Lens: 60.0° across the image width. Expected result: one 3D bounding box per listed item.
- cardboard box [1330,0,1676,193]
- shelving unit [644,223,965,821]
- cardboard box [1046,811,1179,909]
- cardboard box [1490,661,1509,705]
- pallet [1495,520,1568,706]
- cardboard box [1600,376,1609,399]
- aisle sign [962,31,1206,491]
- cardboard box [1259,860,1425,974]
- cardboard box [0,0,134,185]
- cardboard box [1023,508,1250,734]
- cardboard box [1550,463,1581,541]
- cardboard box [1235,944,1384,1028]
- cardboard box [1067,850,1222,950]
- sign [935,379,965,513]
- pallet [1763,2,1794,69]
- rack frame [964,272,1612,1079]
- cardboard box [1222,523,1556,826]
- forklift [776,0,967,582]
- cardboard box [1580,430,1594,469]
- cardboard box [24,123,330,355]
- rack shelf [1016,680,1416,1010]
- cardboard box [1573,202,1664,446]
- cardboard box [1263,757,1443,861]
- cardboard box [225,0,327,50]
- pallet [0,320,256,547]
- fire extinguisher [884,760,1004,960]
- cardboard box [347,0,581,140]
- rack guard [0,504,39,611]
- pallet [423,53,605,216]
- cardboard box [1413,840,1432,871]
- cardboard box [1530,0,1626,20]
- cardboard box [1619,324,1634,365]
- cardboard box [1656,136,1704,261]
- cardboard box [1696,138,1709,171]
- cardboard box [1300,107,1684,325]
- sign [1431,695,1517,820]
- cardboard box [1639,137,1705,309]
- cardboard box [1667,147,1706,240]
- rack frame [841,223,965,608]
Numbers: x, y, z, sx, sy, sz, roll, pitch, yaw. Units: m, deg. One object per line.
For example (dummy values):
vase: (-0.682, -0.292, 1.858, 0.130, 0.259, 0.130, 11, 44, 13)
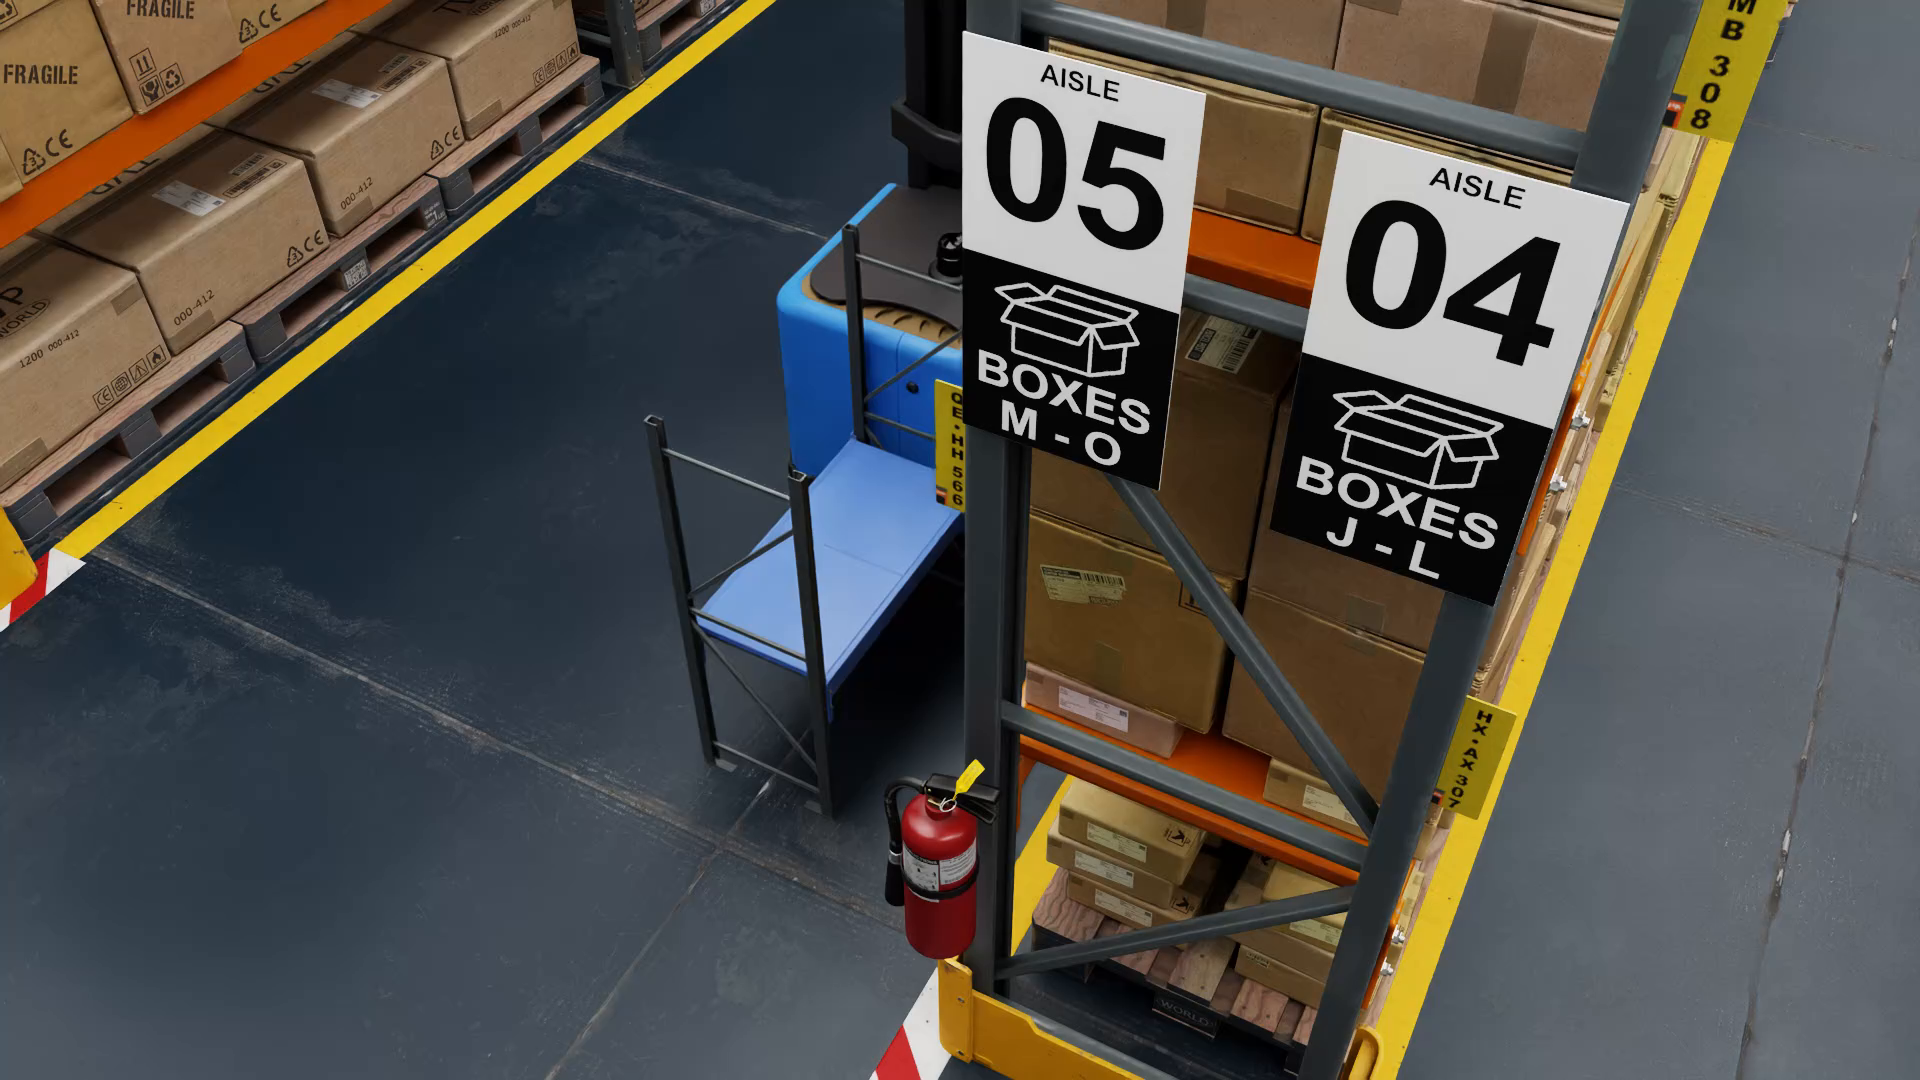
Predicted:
cardboard box: (0.918, -0.837, 2.613, 0.500, 0.250, 0.500, 21, 49, 20)
shelving unit: (-0.379, -0.035, 5.230, 0.538, 1.500, 1.048, 21, 49, 20)
cardboard box: (0.471, 0.861, 4.790, 0.380, 0.149, 0.250, 19, 48, 18)
cardboard box: (1.606, 0.372, 5.483, 0.380, 0.149, 0.250, 18, 48, 17)
pallet: (1.490, 0.204, 5.900, 1.003, 0.211, 1.213, 20, 49, 19)
cardboard box: (2.209, -0.694, 6.118, 0.380, 0.149, 0.250, 20, 49, 19)
aisle sign: (0.179, -0.429, 2.738, 0.394, 0.787, 0.004, 20, 49, 19)
cardboard box: (1.023, 0.965, 4.478, 0.380, 0.149, 0.250, 18, 48, 17)
cardboard box: (-3.265, -1.604, 5.656, 0.500, 0.500, 0.500, 20, 49, 19)
cardboard box: (0.460, 0.030, 3.832, 0.500, 0.500, 0.500, 21, 49, 20)
cardboard box: (1.861, -0.181, 5.611, 0.380, 0.149, 0.250, 19, 48, 18)
cardboard box: (1.006, 1.168, 4.696, 0.380, 0.149, 0.250, 21, 49, 20)
cardboard box: (0.539, 0.991, 4.870, 0.380, 0.149, 0.250, 21, 49, 20)
sign: (-0.003, -0.177, 3.279, 0.100, 0.325, 0.005, 20, 49, 19)
pallet: (2.819, -2.348, 6.597, 1.003, 0.211, 1.213, 20, 49, 19)
rack frame: (0.479, 0.537, 3.610, 1.000, 3.000, 0.127, 20, 49, 19)
cardboard box: (0.932, 0.206, 3.658, 0.500, 0.500, 0.500, 23, 50, 21)
forklift: (0.512, -1.856, 6.024, 1.130, 2.935, 3.031, 21, 49, 20)
cardboard box: (2.195, -0.445, 6.290, 0.380, 0.149, 0.250, 19, 48, 18)
cardboard box: (-3.317, -1.308, 6.940, 0.875, 0.438, 0.875, 22, 49, 20)
rack shelf: (1.407, -0.470, 5.111, 1.077, 0.370, 4.000, 20, 49, 19)
cardboard box: (1.151, -0.469, 3.622, 0.500, 0.500, 0.500, 22, 49, 20)
cardboard box: (0.920, 0.530, 3.794, 0.380, 0.149, 0.250, 20, 49, 19)
cardboard box: (-2.795, -2.239, 6.284, 0.500, 0.500, 0.500, 22, 49, 20)
pallet: (-3.650, -0.583, 6.677, 1.003, 0.211, 1.213, 20, 49, 19)
fire extinguisher: (-0.047, 0.702, 3.764, 0.296, 0.674, 0.183, 20, 49, 19)
cardboard box: (-2.482, -2.440, 8.059, 0.875, 0.438, 0.875, 20, 49, 19)
rack guard: (-3.963, -0.139, 6.036, 1.175, 0.500, 0.348, 20, 49, 19)
pallet: (-2.518, -2.120, 8.197, 1.003, 0.211, 1.213, 20, 49, 19)
cardboard box: (1.127, 0.888, 4.763, 0.380, 0.149, 0.250, 20, 49, 19)
cardboard box: (0.831, -0.909, 2.404, 0.380, 0.149, 0.250, 20, 49, 19)
cardboard box: (2.357, -0.755, 6.387, 0.380, 0.149, 0.250, 18, 48, 17)
cardboard box: (1.646, -1.111, 4.257, 0.500, 0.500, 0.500, 19, 48, 18)
cardboard box: (2.388, -1.439, 5.740, 0.380, 0.149, 0.250, 19, 48, 18)
cardboard box: (0.914, -0.663, 2.792, 0.500, 0.250, 0.500, 22, 49, 20)
sign: (0.960, 0.412, 3.125, 0.100, 0.325, 0.005, 20, 49, 19)
cardboard box: (1.887, -1.085, 4.933, 0.500, 0.500, 0.500, 20, 49, 19)
cardboard box: (2.914, -1.629, 7.214, 0.500, 0.500, 0.500, 22, 49, 21)
rack frame: (-0.136, -0.352, 5.544, 0.500, 1.500, 0.032, 21, 49, 20)
